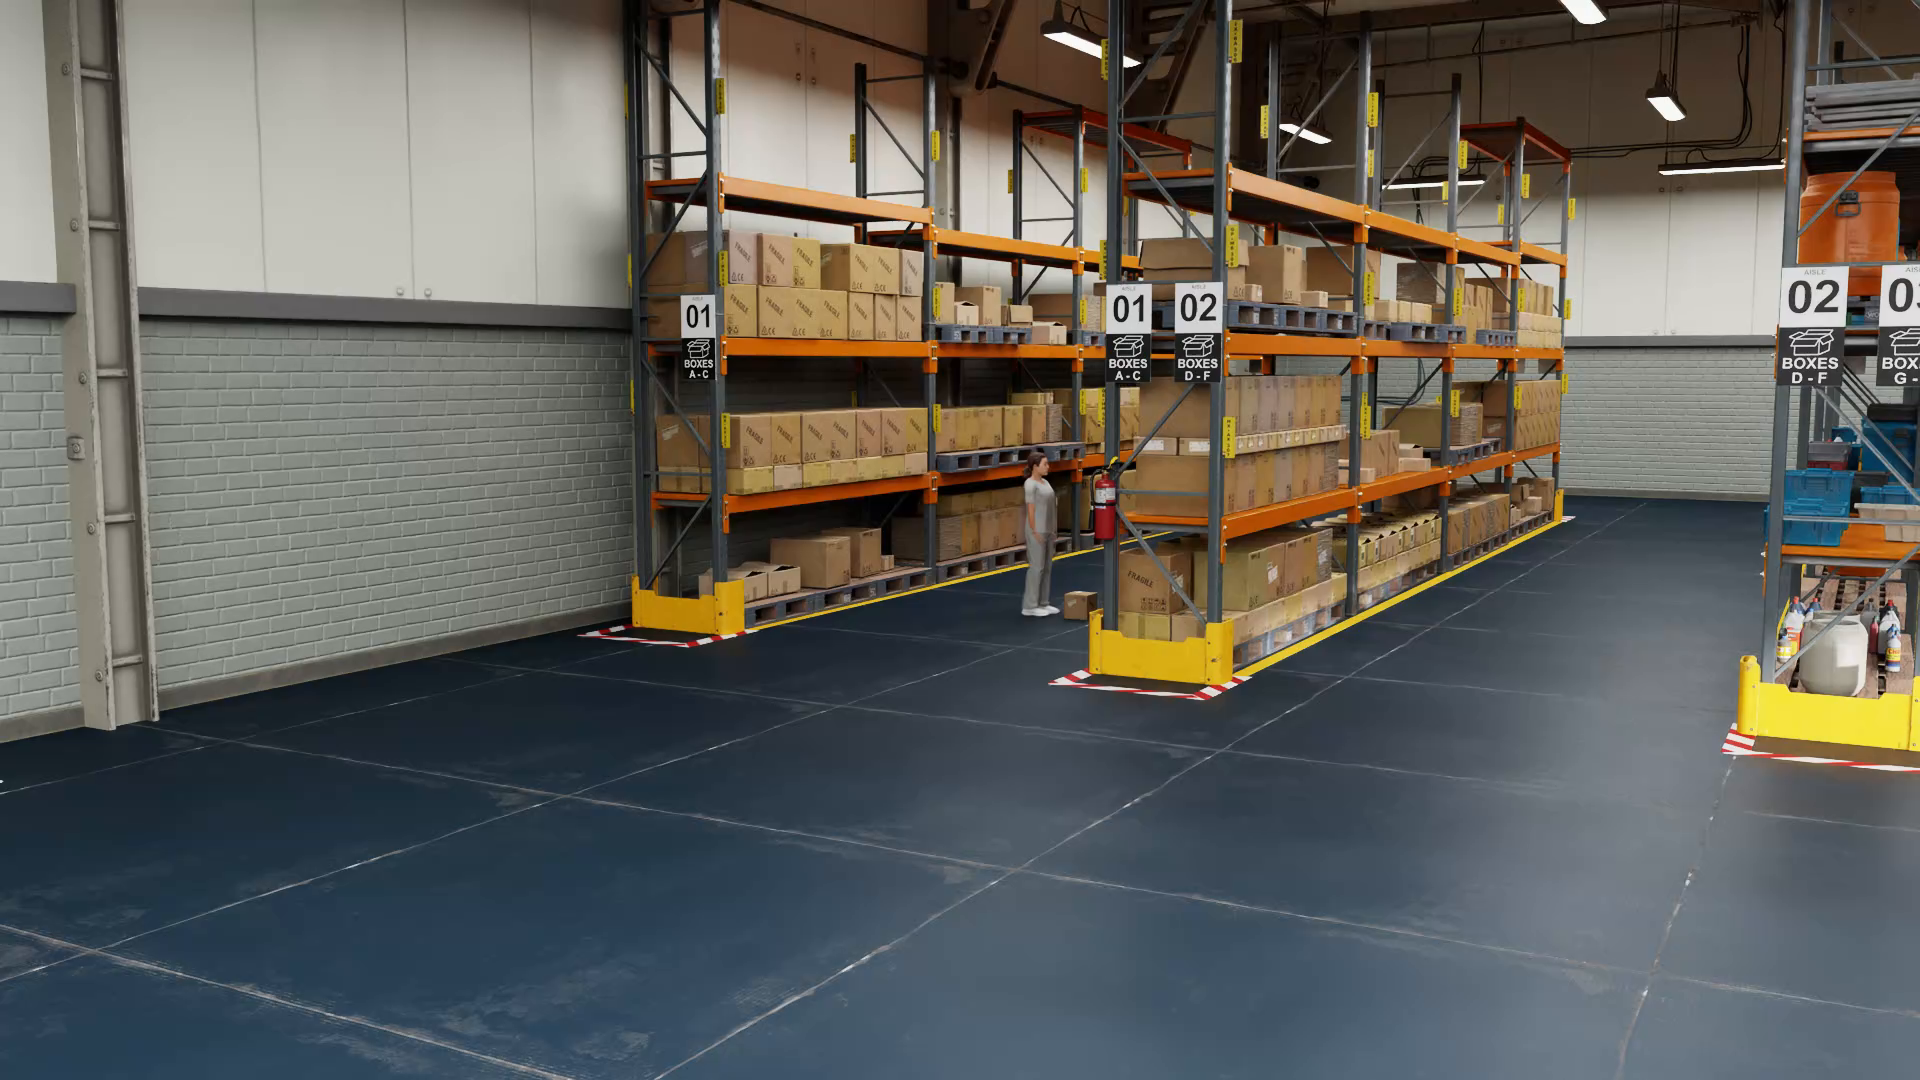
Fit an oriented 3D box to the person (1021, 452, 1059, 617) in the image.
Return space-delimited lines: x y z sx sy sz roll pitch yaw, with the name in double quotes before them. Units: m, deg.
"person" 0.805 -0.065 16.996 0.360 1.674 0.442 3 7 30
